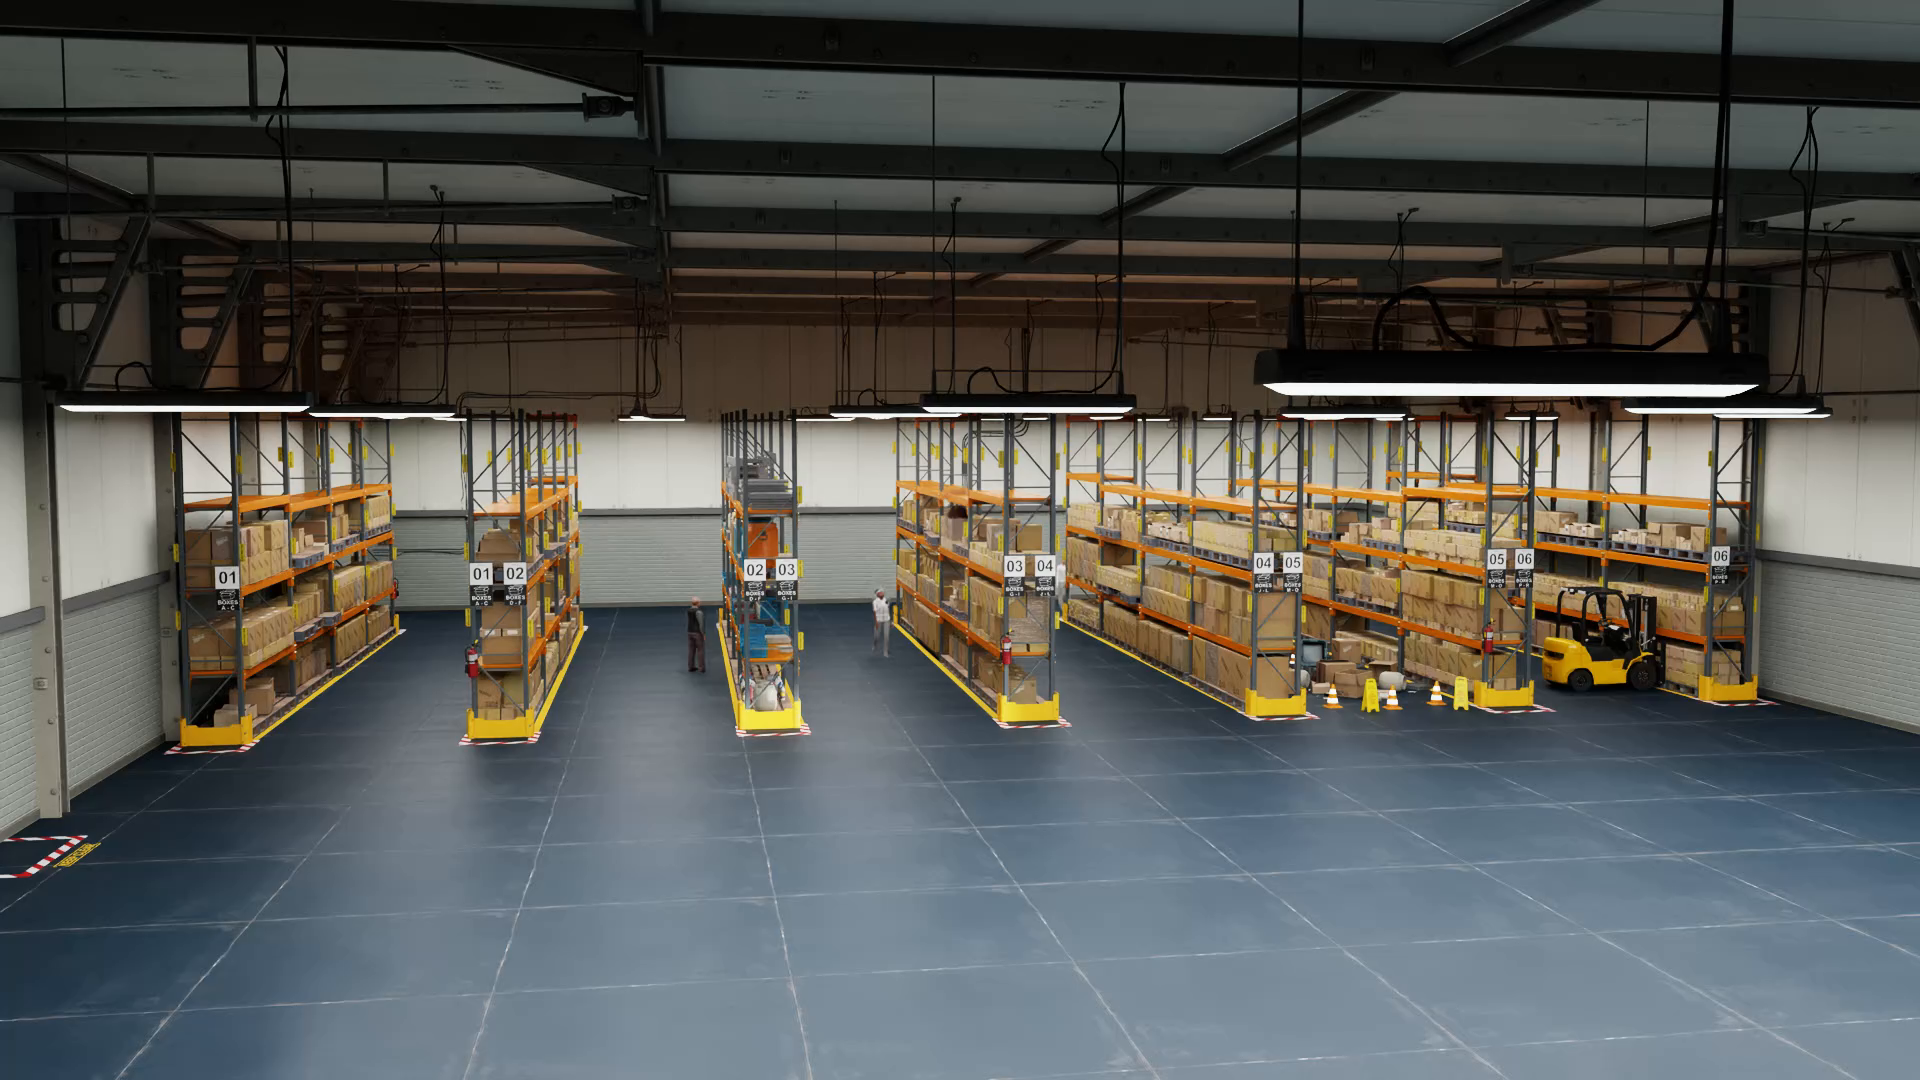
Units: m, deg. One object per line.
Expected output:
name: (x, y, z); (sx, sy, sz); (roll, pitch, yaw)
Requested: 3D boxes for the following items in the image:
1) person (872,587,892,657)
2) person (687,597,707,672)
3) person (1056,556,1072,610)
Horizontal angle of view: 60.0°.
person: (-1.880, 1.955, 40.064); (0.455, 1.661, 0.665); (-1, 4, -11)
person: (-6.045, 2.181, 38.342); (0.569, 1.726, 0.408); (4, 5, 43)
person: (3.205, 1.325, 51.183); (0.496, 1.706, 0.397); (-2, 4, -23)
